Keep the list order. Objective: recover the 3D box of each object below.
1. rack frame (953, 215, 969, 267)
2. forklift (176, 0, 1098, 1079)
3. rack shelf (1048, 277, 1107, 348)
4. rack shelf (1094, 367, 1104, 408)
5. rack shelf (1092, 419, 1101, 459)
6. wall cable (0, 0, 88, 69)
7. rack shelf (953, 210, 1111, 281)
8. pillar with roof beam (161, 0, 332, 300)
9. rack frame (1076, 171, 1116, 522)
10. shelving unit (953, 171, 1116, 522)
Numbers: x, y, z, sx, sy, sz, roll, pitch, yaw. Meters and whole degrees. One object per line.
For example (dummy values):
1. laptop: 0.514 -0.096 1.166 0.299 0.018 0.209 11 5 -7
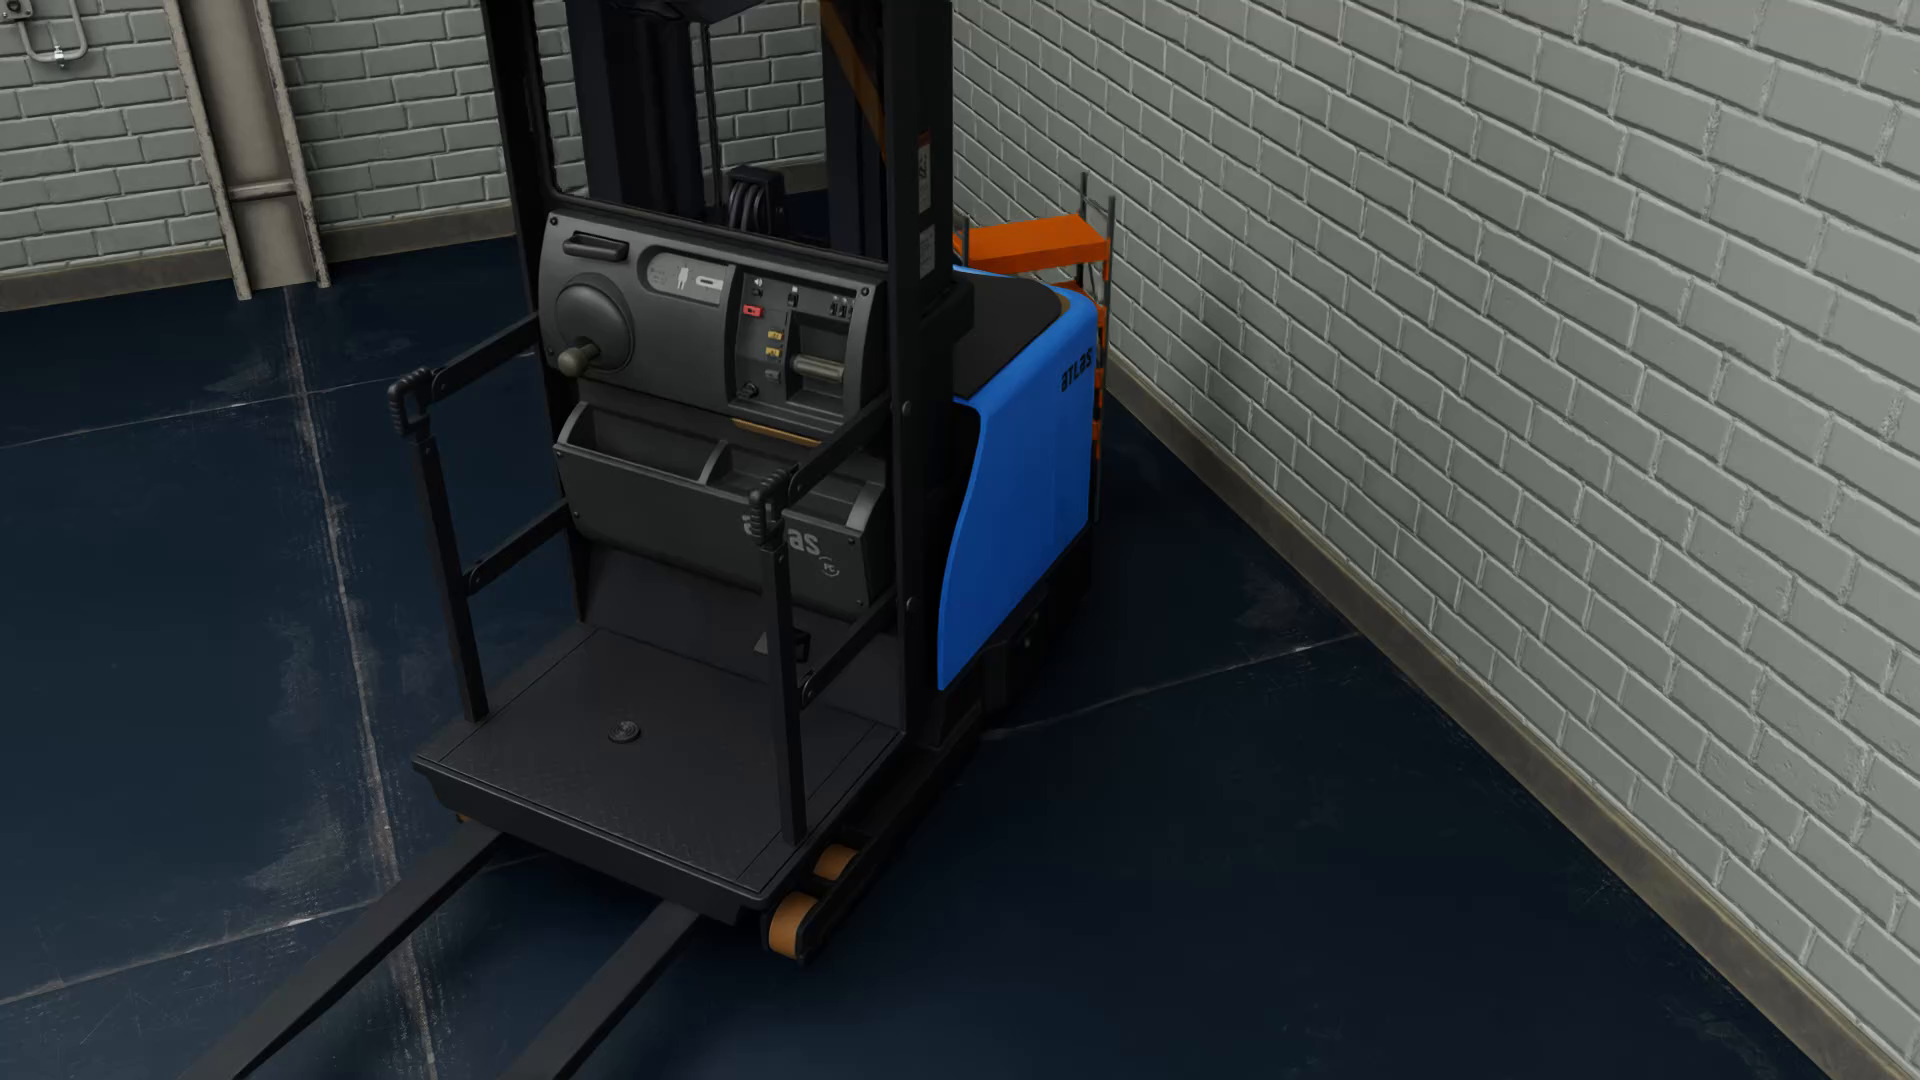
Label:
1. rack frame: -0.020 -0.538 5.476 0.015 1.200 0.240 -11 35 -17
2. forklift: -0.711 -0.465 3.777 1.130 2.935 3.031 16 36 23
3. rack shelf: 0.210 -0.714 5.461 0.480 0.148 0.258 -11 35 -17
4. rack shelf: 0.210 -0.527 5.583 0.480 0.148 0.258 -11 35 -17
5. rack shelf: 0.210 -0.360 5.691 0.480 0.148 0.258 -11 35 -17
6. wall cable: -4.419 -2.606 6.074 1.851 1.984 0.084 -13 35 -19
7. rack shelf: 0.210 -0.913 5.332 0.480 0.148 0.258 -11 35 -17
8. pillar with roof beam: -1.413 -2.789 1.786 0.400 9.000 9.100 -13 35 -19
9. rack frame: 0.439 -0.629 5.616 0.015 1.200 0.240 -11 35 -17
10. shelving unit: 0.210 -0.583 5.546 0.503 1.200 0.258 -11 35 -17
